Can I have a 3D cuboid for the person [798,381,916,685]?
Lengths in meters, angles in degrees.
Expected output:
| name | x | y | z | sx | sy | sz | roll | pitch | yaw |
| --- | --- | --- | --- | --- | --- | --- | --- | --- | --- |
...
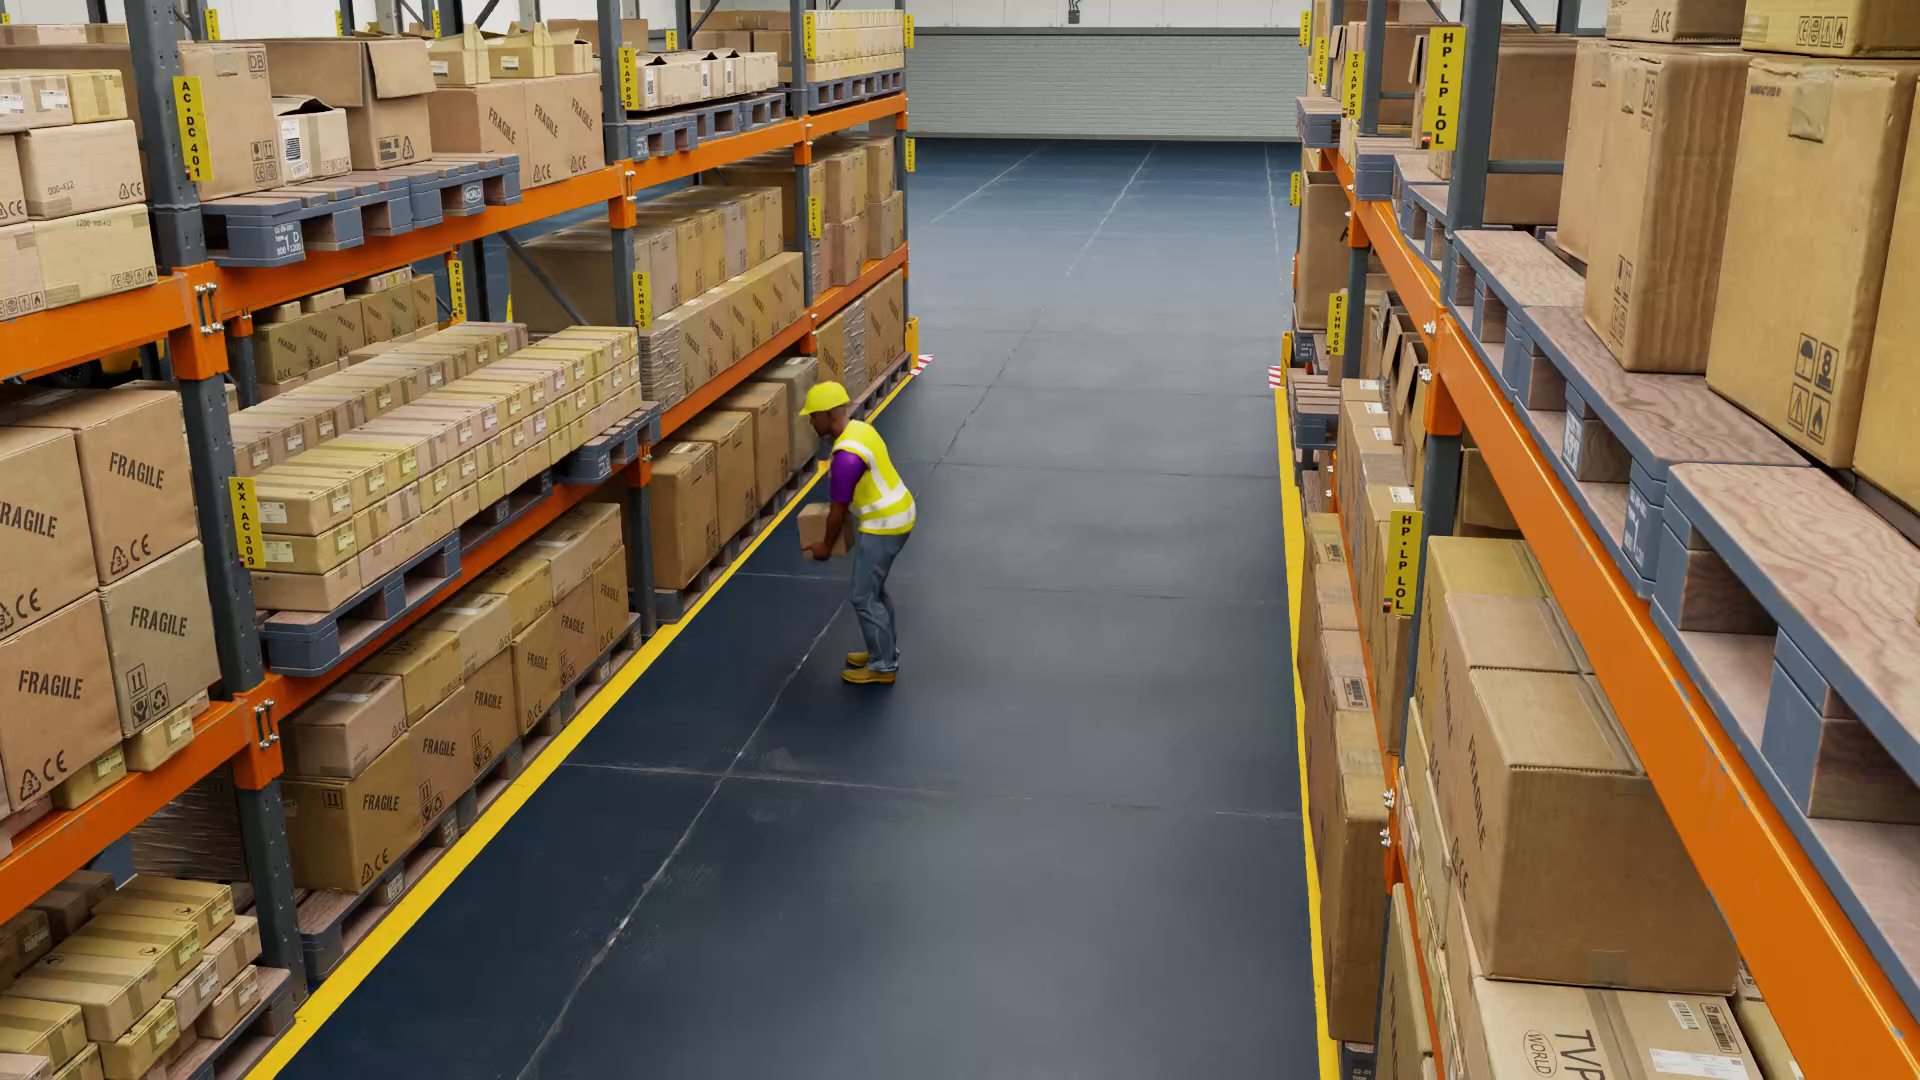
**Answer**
| name | x | y | z | sx | sy | sz | roll | pitch | yaw |
| --- | --- | --- | --- | --- | --- | --- | --- | --- | --- |
| person | -0.567 | -0.047 | 9.275 | 0.633 | 1.695 | 0.488 | 3 | 18 | 8 |
